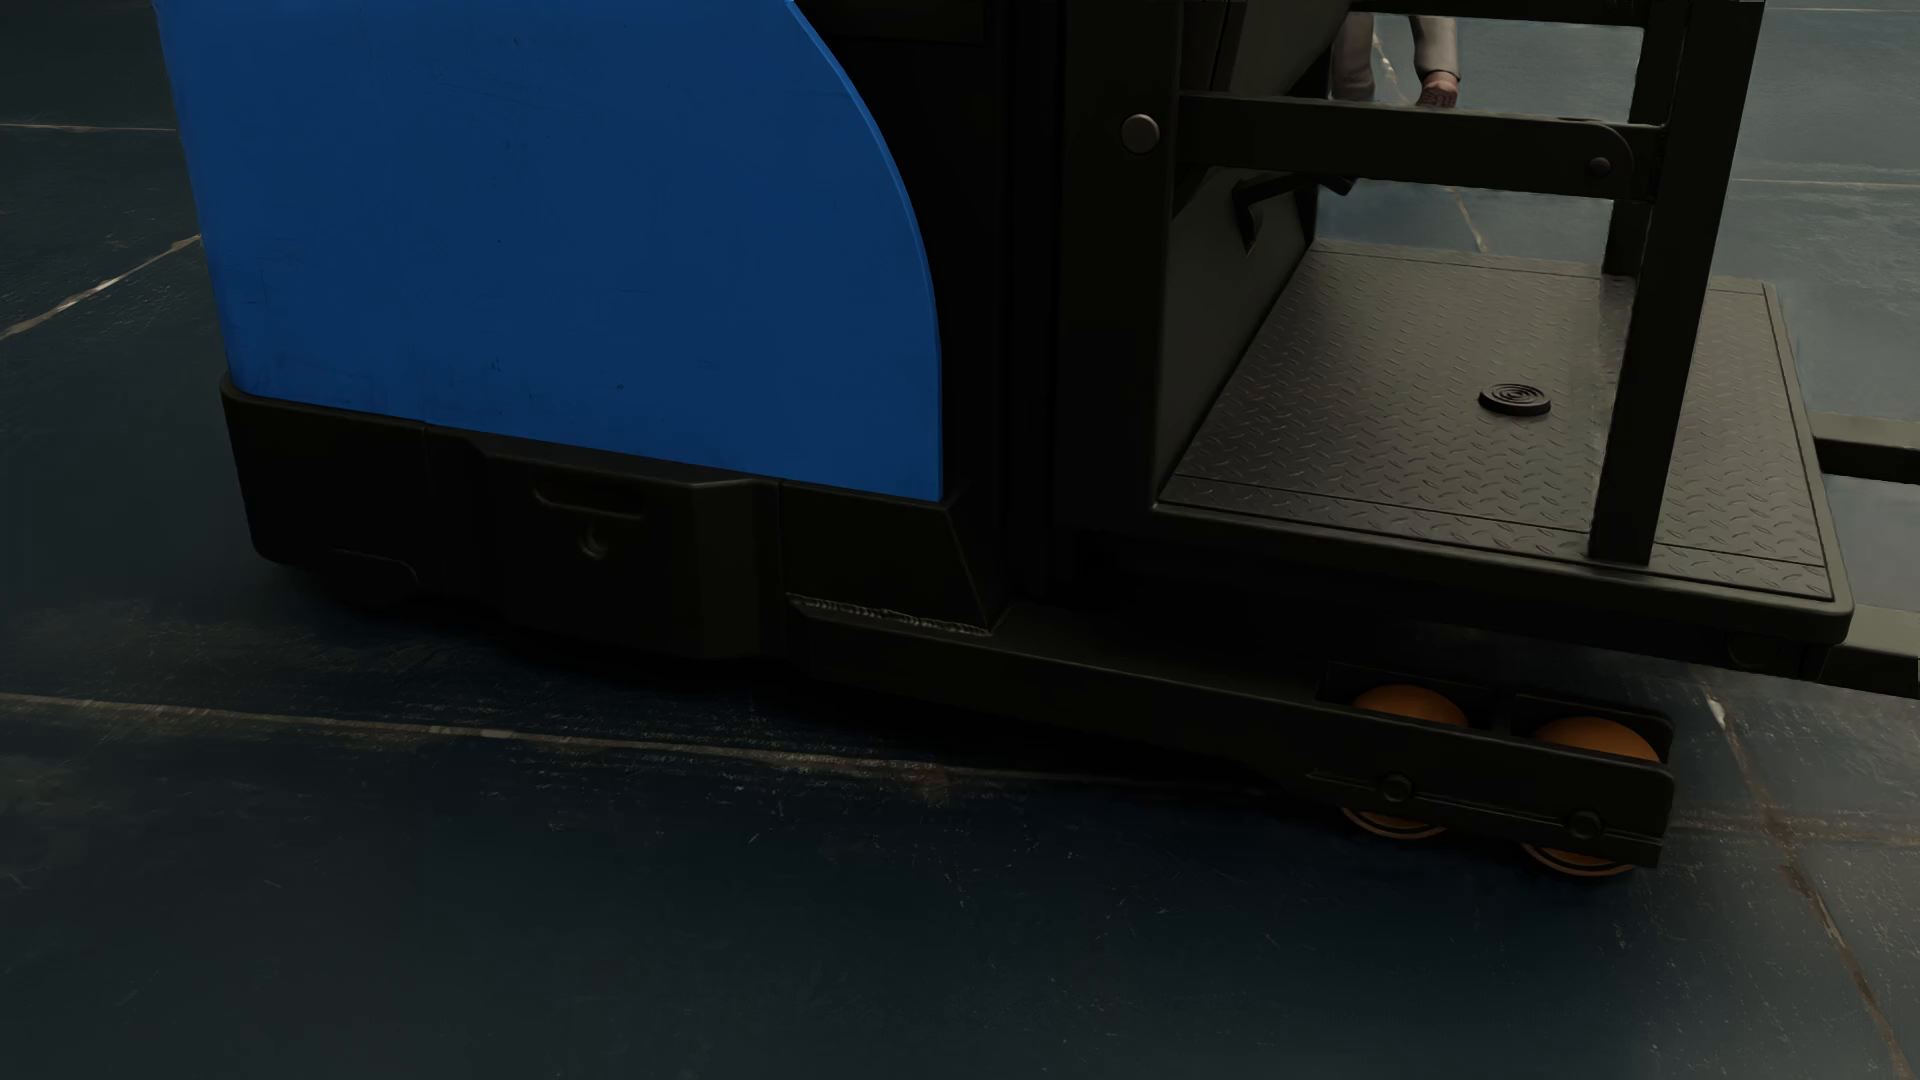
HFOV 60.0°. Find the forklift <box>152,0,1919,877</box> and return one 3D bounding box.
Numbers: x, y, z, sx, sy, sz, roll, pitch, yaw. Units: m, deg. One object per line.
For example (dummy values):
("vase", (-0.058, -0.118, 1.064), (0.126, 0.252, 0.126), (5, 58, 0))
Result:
("forklift", (0.575, -1.220, 1.663), (3.031, 2.935, 1.130), (9, 28, 18))

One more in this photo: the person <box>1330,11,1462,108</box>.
("person", (1.125, -1.867, 4.445), (0.659, 1.619, 0.497), (1, 27, 1))
